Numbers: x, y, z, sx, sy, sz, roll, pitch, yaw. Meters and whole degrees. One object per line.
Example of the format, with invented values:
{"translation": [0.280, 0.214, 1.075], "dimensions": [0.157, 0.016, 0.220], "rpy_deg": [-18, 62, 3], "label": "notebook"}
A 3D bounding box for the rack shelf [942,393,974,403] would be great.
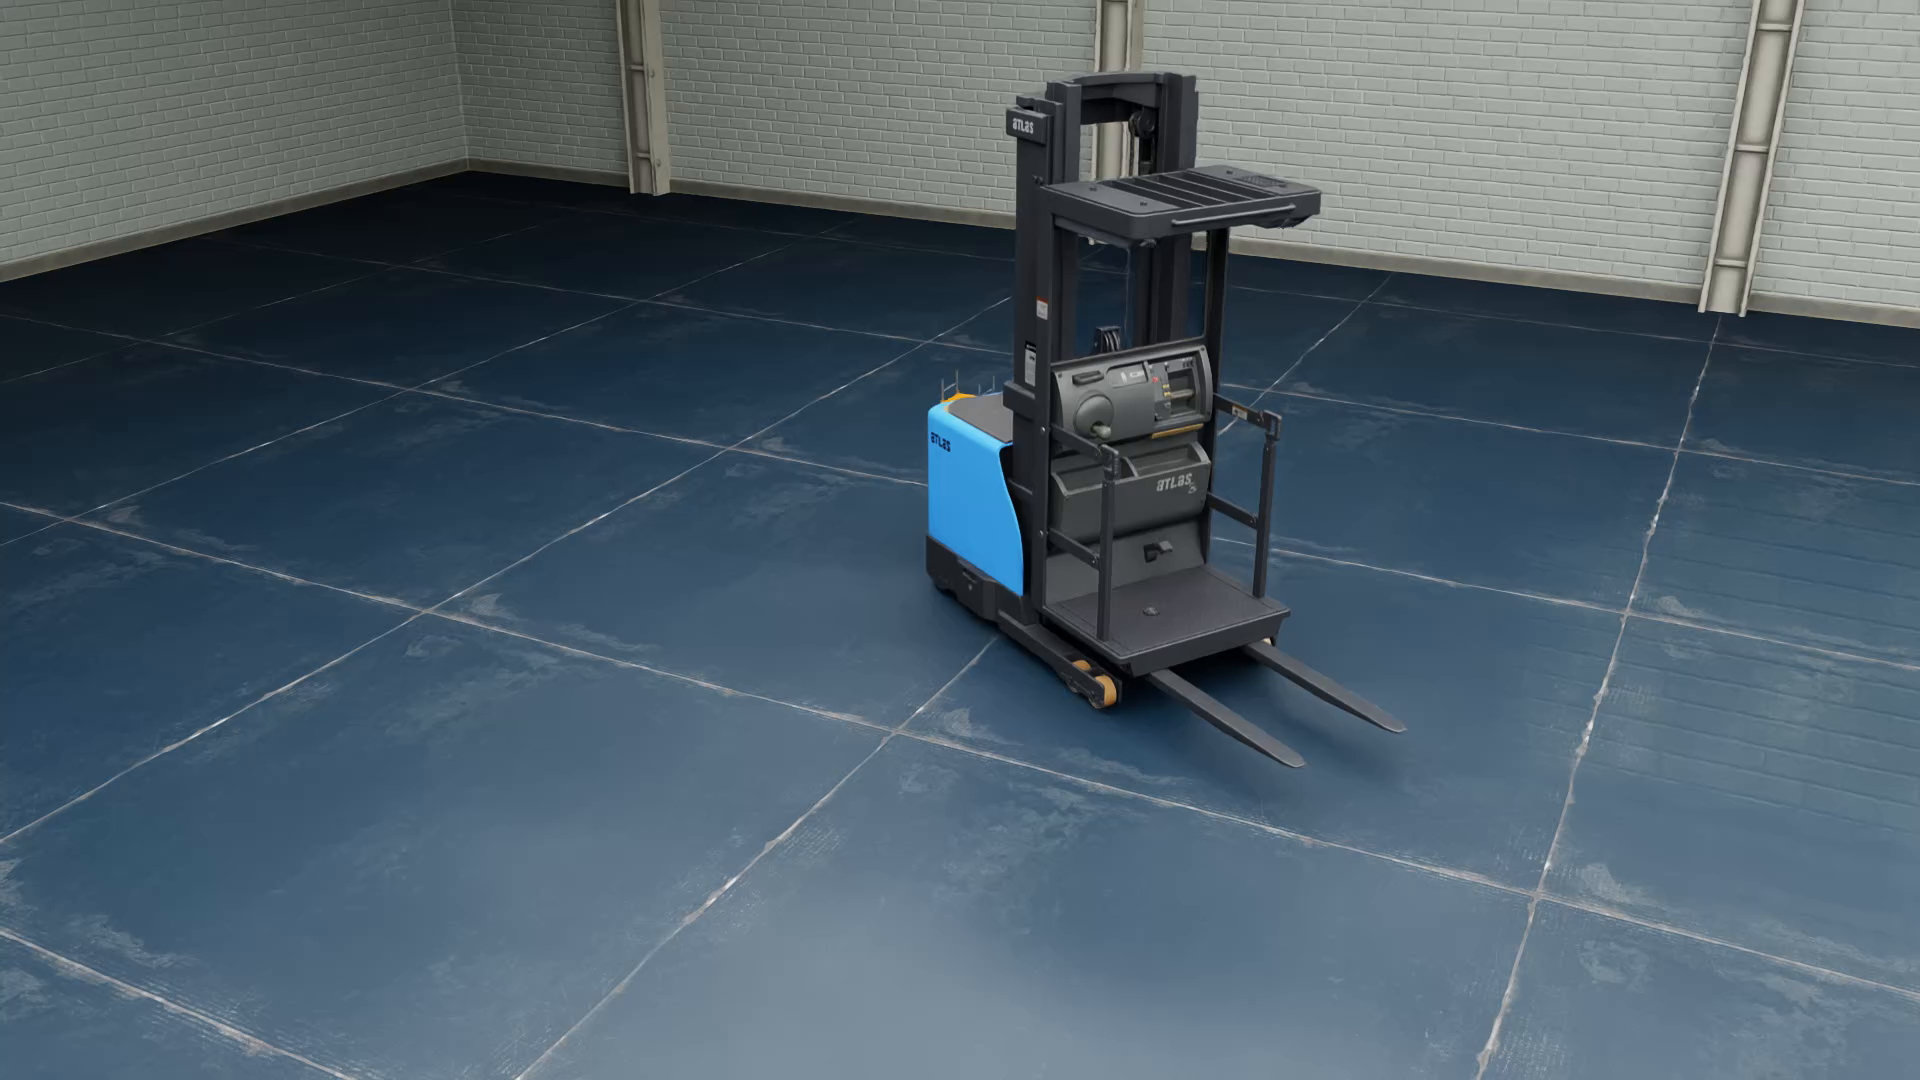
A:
{"translation": [0.048, -0.725, 9.915], "dimensions": [0.240, 0.259, 0.215], "rpy_deg": [11, 25, 25], "label": "rack shelf"}

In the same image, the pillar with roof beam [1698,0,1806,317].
{"translation": [5.018, -4.734, 9.882], "dimensions": [0.400, 9.000, 9.100], "rpy_deg": [11, 25, 25], "label": "pillar with roof beam"}

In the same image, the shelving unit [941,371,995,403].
{"translation": [0.048, -0.474, 10.022], "dimensions": [0.252, 1.050, 0.215], "rpy_deg": [11, 25, 25], "label": "shelving unit"}

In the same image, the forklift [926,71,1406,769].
{"translation": [0.990, -0.715, 8.187], "dimensions": [1.130, 2.935, 3.031], "rpy_deg": [-13, 26, -28], "label": "forklift"}

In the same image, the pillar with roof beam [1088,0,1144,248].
{"translation": [-0.336, -5.793, 12.373], "dimensions": [0.400, 9.000, 9.100], "rpy_deg": [11, 25, 25], "label": "pillar with roof beam"}

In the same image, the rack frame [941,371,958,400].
{"translation": [-0.061, -0.495, 10.073], "dimensions": [0.008, 1.050, 0.200], "rpy_deg": [11, 25, 25], "label": "rack frame"}

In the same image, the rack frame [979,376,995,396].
{"translation": [0.157, -0.452, 9.972], "dimensions": [0.008, 1.050, 0.200], "rpy_deg": [11, 25, 25], "label": "rack frame"}

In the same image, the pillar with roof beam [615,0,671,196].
{"translation": [-5.691, -6.852, 14.865], "dimensions": [0.400, 9.000, 9.100], "rpy_deg": [11, 25, 25], "label": "pillar with roof beam"}
